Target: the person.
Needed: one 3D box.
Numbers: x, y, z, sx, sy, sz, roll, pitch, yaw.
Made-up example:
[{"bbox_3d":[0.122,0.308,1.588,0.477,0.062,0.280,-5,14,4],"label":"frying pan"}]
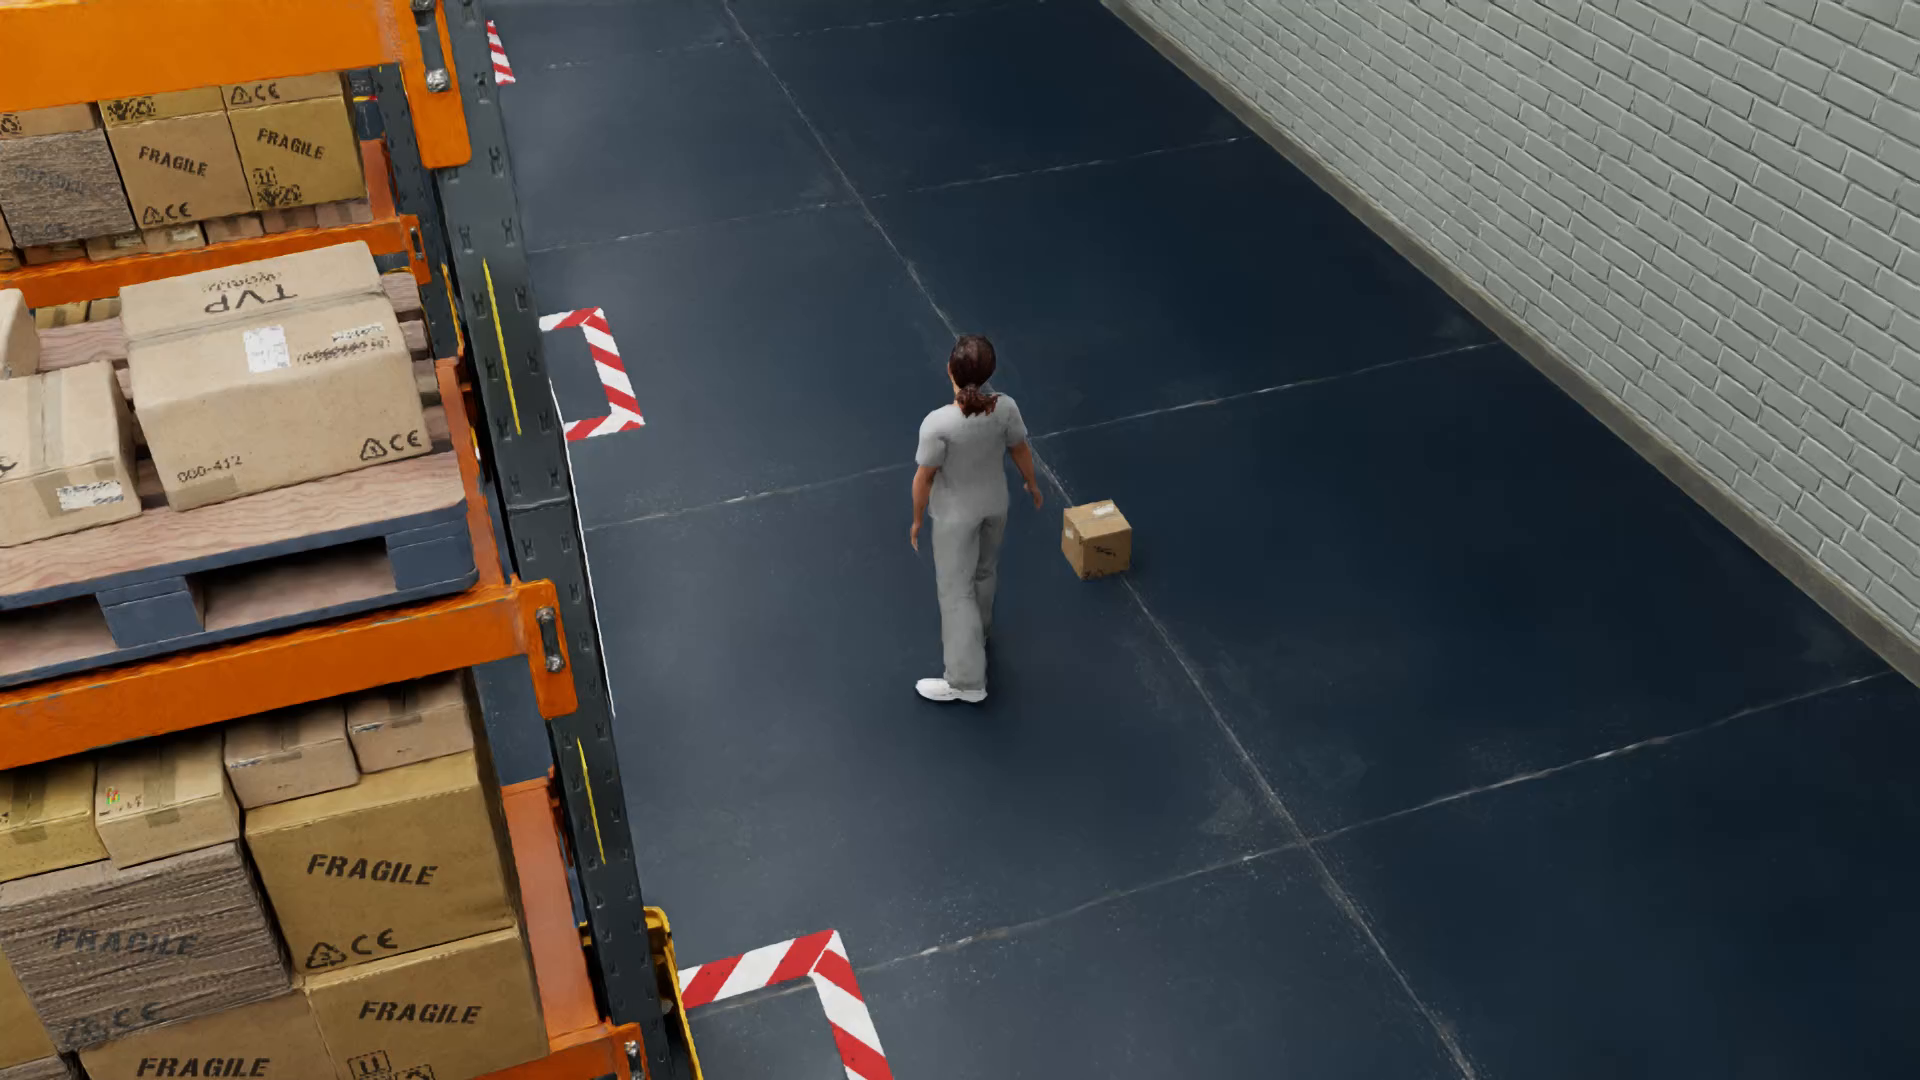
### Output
[{"bbox_3d":[0.047,-0.124,6.961,0.668,1.635,0.627,-19,42,-23],"label":"person"}]
